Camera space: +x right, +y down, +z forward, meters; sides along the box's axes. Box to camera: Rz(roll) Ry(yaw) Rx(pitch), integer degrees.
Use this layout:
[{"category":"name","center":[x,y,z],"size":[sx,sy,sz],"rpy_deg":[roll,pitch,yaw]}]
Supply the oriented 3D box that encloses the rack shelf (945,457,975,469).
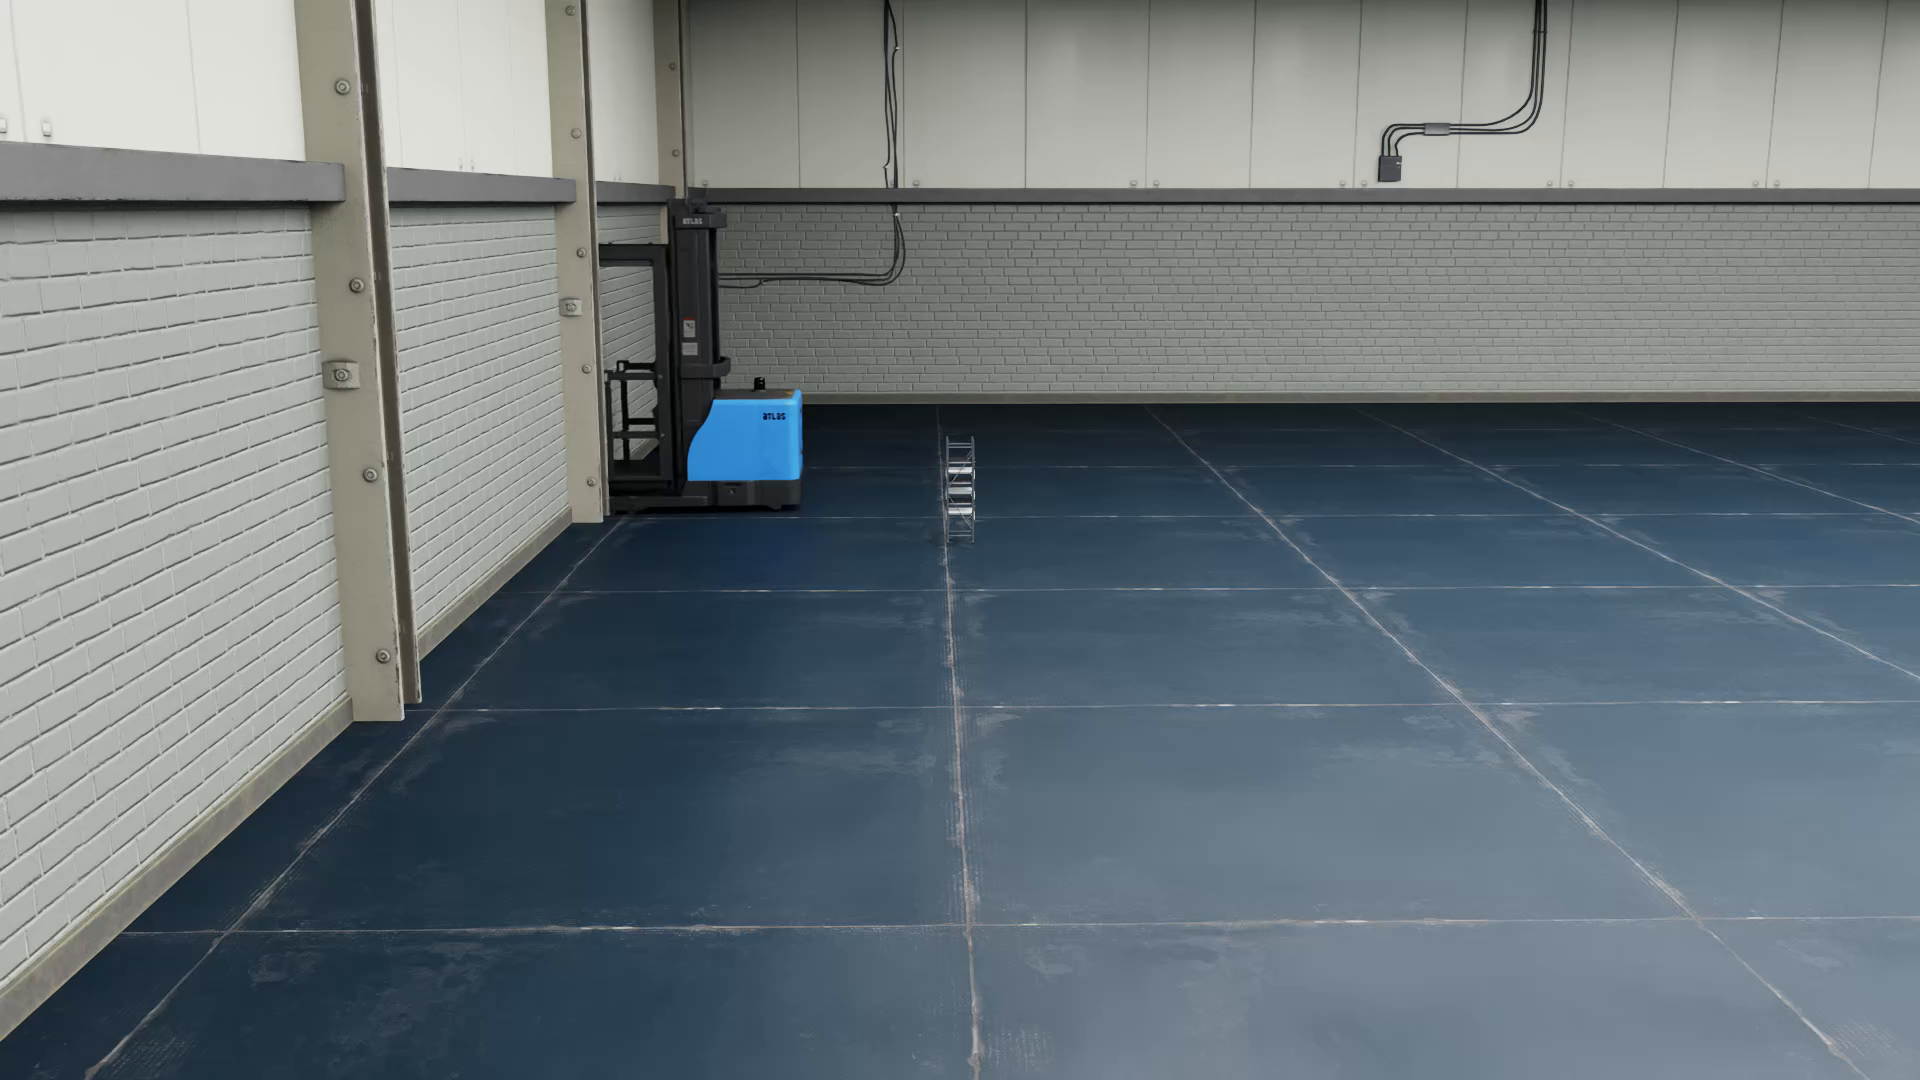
[{"category":"rack shelf","center":[0.000,-0.671,14.415],"size":[0.258,0.077,0.200],"rpy_deg":[0,11,-1]}]

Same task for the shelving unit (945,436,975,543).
[{"category":"shelving unit","center":[0.000,-0.439,14.462],"size":[0.258,0.900,0.210],"rpy_deg":[0,11,-1]}]

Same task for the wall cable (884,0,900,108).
[{"category":"wall cable","center":[0.377,-7.359,23.307],"size":[3.097,2.526,0.112],"rpy_deg":[0,11,-1]}]

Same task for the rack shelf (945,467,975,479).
[{"category":"rack shelf","center":[0.000,-0.583,14.433],"size":[0.258,0.077,0.200],"rpy_deg":[0,11,-1]}]

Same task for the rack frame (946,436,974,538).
[{"category":"rack frame","center":[-0.002,-0.460,14.561],"size":[0.240,0.900,0.006],"rpy_deg":[0,11,-1]}]

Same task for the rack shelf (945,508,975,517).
[{"category":"rack shelf","center":[0.000,-0.230,14.504],"size":[0.258,0.077,0.200],"rpy_deg":[0,11,-1]}]

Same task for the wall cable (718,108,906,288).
[{"category":"wall cable","center":[-2.328,-4.873,23.754],"size":[3.097,2.526,0.112],"rpy_deg":[0,11,-1]}]

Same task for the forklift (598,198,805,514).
[{"category":"forklift","center":[-3.058,-1.790,16.010],"size":[3.031,2.935,1.130],"rpy_deg":[-1,11,-3]}]

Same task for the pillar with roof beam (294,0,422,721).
[{"category":"pillar with roof beam","center":[0.963,-3.436,8.862],"size":[9.100,9.000,0.400],"rpy_deg":[0,11,-1]}]

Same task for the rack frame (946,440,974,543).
[{"category":"rack frame","center":[0.002,-0.419,14.362],"size":[0.240,0.900,0.006],"rpy_deg":[0,11,-1]}]

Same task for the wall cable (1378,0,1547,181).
[{"category":"wall cable","center":[7.164,-8.097,23.284],"size":[2.305,6.003,0.169],"rpy_deg":[0,11,-1]}]

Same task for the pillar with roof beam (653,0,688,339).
[{"category":"pillar with roof beam","center":[0.715,-5.821,20.619],"size":[9.100,9.000,0.400],"rpy_deg":[0,11,-1]}]

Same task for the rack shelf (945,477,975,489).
[{"category":"rack shelf","center":[0.000,-0.495,14.450],"size":[0.258,0.077,0.200],"rpy_deg":[0,11,-1]}]

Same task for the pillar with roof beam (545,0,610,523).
[{"category":"pillar with roof beam","center":[0.839,-4.628,14.740],"size":[9.100,9.000,0.400],"rpy_deg":[0,11,-1]}]

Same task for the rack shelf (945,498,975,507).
[{"category":"rack shelf","center":[0.000,-0.319,14.486],"size":[0.258,0.077,0.200],"rpy_deg":[0,11,-1]}]

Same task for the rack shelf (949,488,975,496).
[{"category":"rack shelf","center":[0.000,-0.407,14.468],"size":[0.258,0.077,0.200],"rpy_deg":[0,11,-1]}]
